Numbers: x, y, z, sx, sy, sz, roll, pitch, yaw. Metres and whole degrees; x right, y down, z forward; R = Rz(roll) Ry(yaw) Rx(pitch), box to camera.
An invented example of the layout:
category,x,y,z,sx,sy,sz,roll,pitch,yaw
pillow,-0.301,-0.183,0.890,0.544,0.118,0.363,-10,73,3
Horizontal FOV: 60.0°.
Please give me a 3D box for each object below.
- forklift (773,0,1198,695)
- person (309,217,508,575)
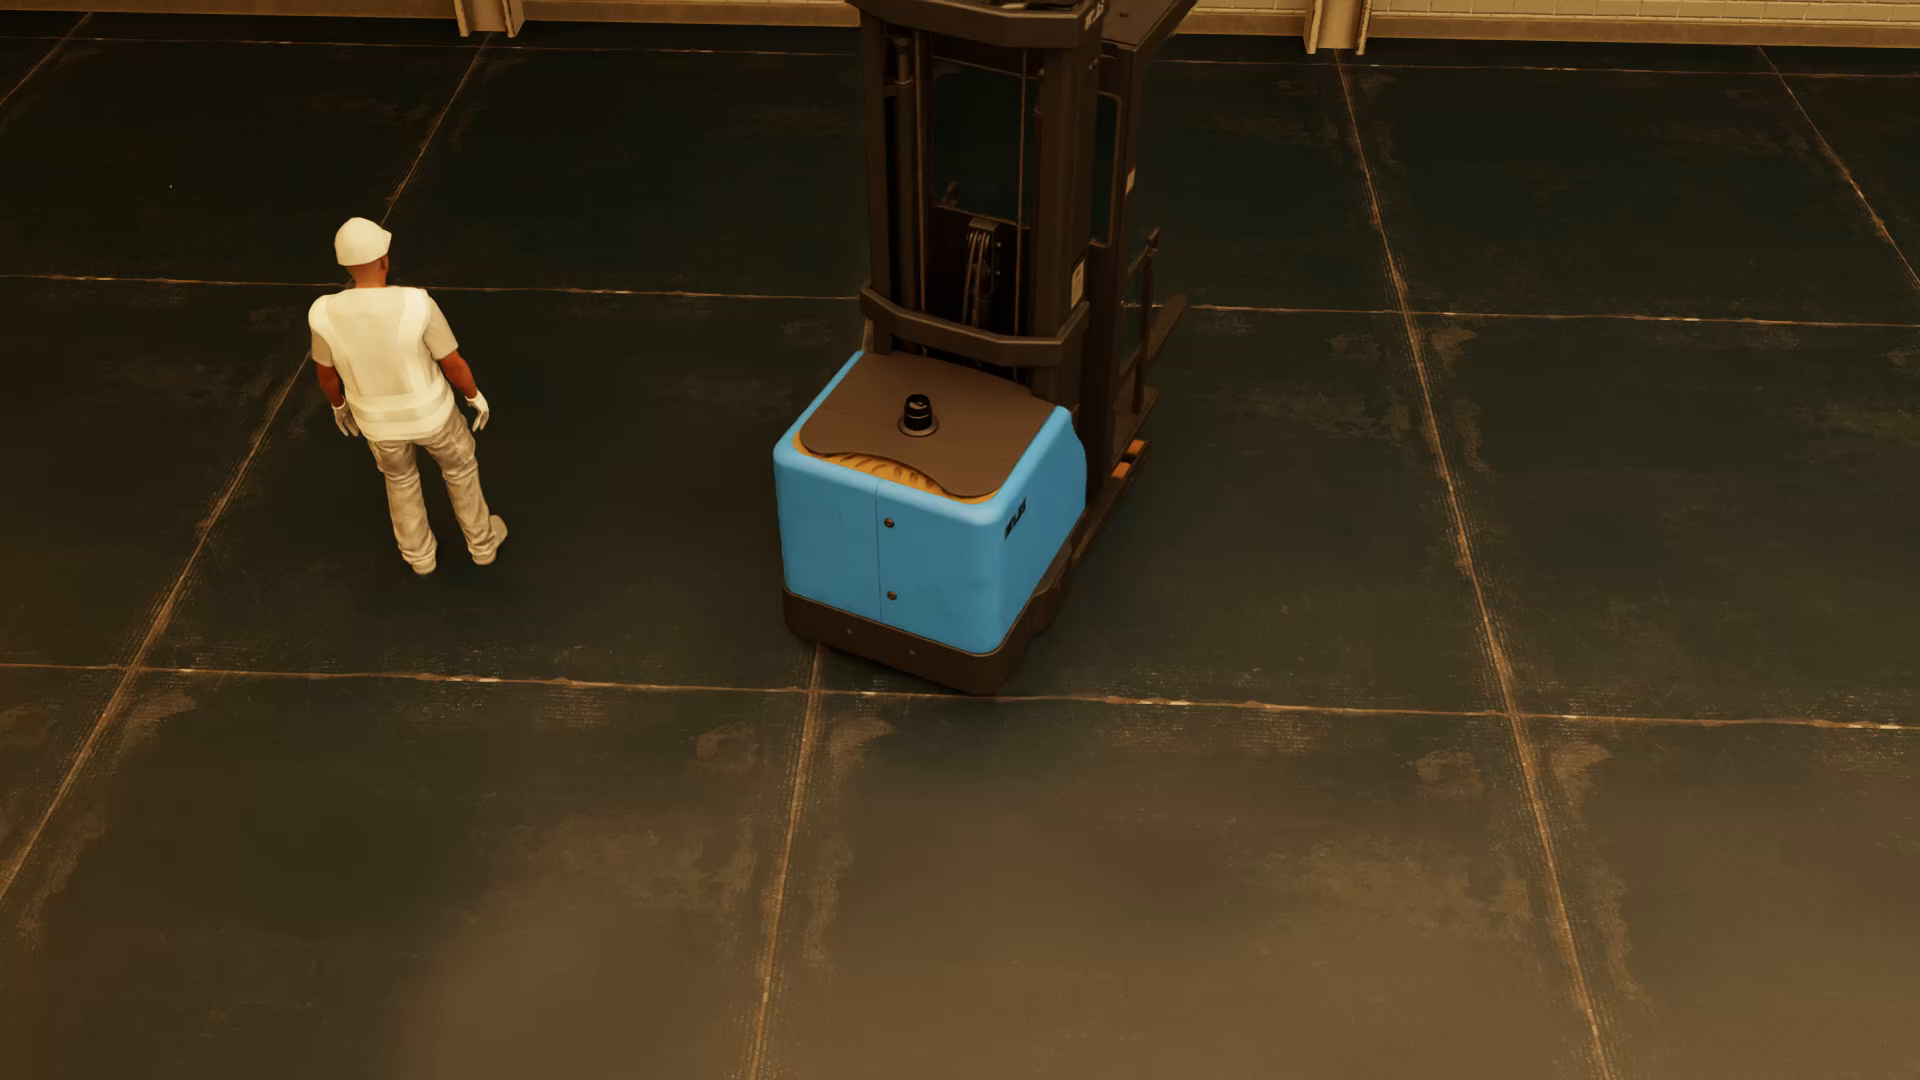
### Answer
category,x,y,z,sx,sy,sz,roll,pitch,yaw
forklift,0.300,-1.419,7.297,1.130,2.935,3.031,17,45,18
person,-2.400,-0.584,7.244,0.663,1.772,0.439,-3,42,-3
